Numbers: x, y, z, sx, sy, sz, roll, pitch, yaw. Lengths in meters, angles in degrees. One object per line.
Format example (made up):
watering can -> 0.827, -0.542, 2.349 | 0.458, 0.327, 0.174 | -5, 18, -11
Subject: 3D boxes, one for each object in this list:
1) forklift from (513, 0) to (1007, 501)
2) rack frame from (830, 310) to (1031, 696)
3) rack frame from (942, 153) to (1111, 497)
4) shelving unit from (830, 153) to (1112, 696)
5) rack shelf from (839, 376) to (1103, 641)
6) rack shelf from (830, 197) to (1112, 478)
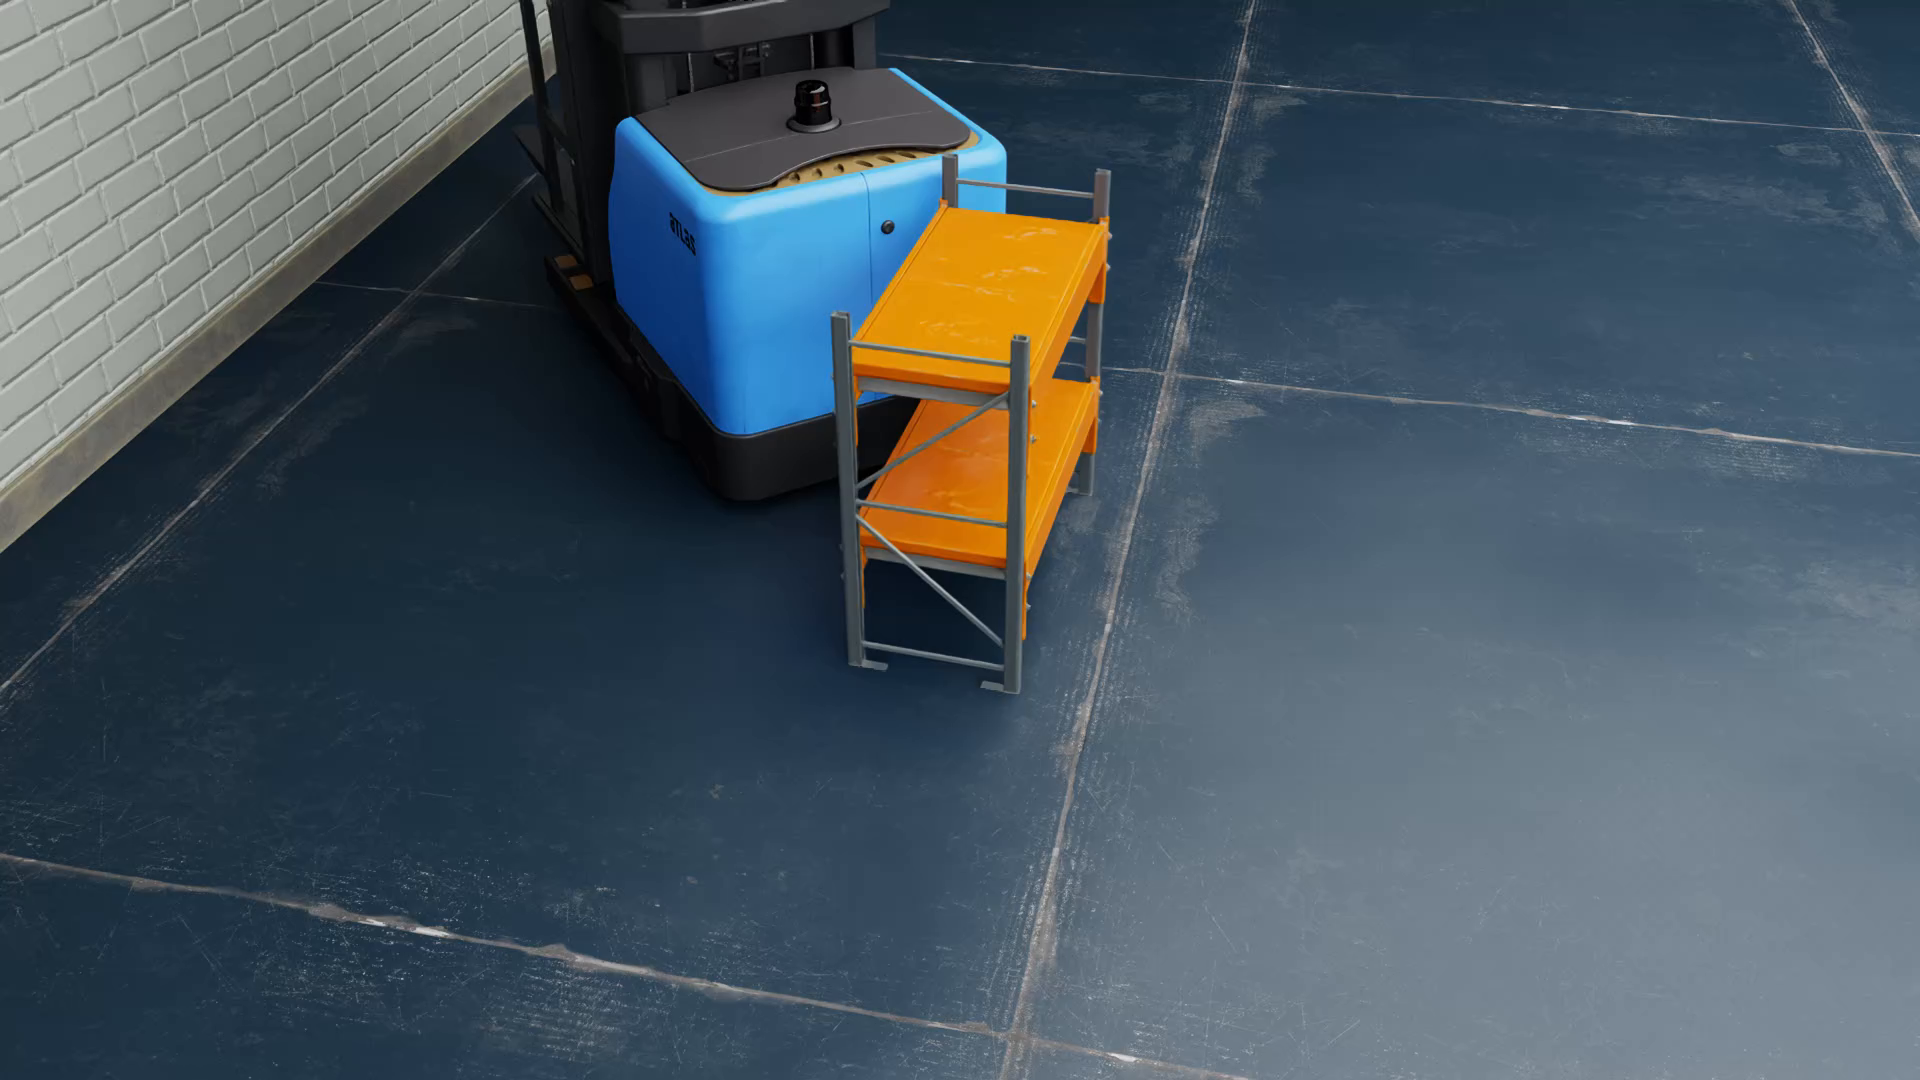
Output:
forklift -> -0.979, -2.158, 5.730 | 1.130, 2.935, 3.031 | -17, 39, -22
rack frame -> -0.074, -0.066, 4.383 | 0.500, 1.125, 0.032 | 9, 37, 12
rack frame -> 0.192, -0.642, 5.178 | 0.500, 1.125, 0.032 | 9, 37, 12
shelving unit -> 0.059, -0.354, 4.780 | 0.538, 1.125, 1.048 | 9, 37, 12
rack shelf -> 0.059, -0.156, 4.924 | 0.538, 0.278, 1.000 | 9, 37, 12
rack shelf -> 0.059, -0.591, 4.609 | 0.538, 0.278, 1.000 | 9, 37, 12
